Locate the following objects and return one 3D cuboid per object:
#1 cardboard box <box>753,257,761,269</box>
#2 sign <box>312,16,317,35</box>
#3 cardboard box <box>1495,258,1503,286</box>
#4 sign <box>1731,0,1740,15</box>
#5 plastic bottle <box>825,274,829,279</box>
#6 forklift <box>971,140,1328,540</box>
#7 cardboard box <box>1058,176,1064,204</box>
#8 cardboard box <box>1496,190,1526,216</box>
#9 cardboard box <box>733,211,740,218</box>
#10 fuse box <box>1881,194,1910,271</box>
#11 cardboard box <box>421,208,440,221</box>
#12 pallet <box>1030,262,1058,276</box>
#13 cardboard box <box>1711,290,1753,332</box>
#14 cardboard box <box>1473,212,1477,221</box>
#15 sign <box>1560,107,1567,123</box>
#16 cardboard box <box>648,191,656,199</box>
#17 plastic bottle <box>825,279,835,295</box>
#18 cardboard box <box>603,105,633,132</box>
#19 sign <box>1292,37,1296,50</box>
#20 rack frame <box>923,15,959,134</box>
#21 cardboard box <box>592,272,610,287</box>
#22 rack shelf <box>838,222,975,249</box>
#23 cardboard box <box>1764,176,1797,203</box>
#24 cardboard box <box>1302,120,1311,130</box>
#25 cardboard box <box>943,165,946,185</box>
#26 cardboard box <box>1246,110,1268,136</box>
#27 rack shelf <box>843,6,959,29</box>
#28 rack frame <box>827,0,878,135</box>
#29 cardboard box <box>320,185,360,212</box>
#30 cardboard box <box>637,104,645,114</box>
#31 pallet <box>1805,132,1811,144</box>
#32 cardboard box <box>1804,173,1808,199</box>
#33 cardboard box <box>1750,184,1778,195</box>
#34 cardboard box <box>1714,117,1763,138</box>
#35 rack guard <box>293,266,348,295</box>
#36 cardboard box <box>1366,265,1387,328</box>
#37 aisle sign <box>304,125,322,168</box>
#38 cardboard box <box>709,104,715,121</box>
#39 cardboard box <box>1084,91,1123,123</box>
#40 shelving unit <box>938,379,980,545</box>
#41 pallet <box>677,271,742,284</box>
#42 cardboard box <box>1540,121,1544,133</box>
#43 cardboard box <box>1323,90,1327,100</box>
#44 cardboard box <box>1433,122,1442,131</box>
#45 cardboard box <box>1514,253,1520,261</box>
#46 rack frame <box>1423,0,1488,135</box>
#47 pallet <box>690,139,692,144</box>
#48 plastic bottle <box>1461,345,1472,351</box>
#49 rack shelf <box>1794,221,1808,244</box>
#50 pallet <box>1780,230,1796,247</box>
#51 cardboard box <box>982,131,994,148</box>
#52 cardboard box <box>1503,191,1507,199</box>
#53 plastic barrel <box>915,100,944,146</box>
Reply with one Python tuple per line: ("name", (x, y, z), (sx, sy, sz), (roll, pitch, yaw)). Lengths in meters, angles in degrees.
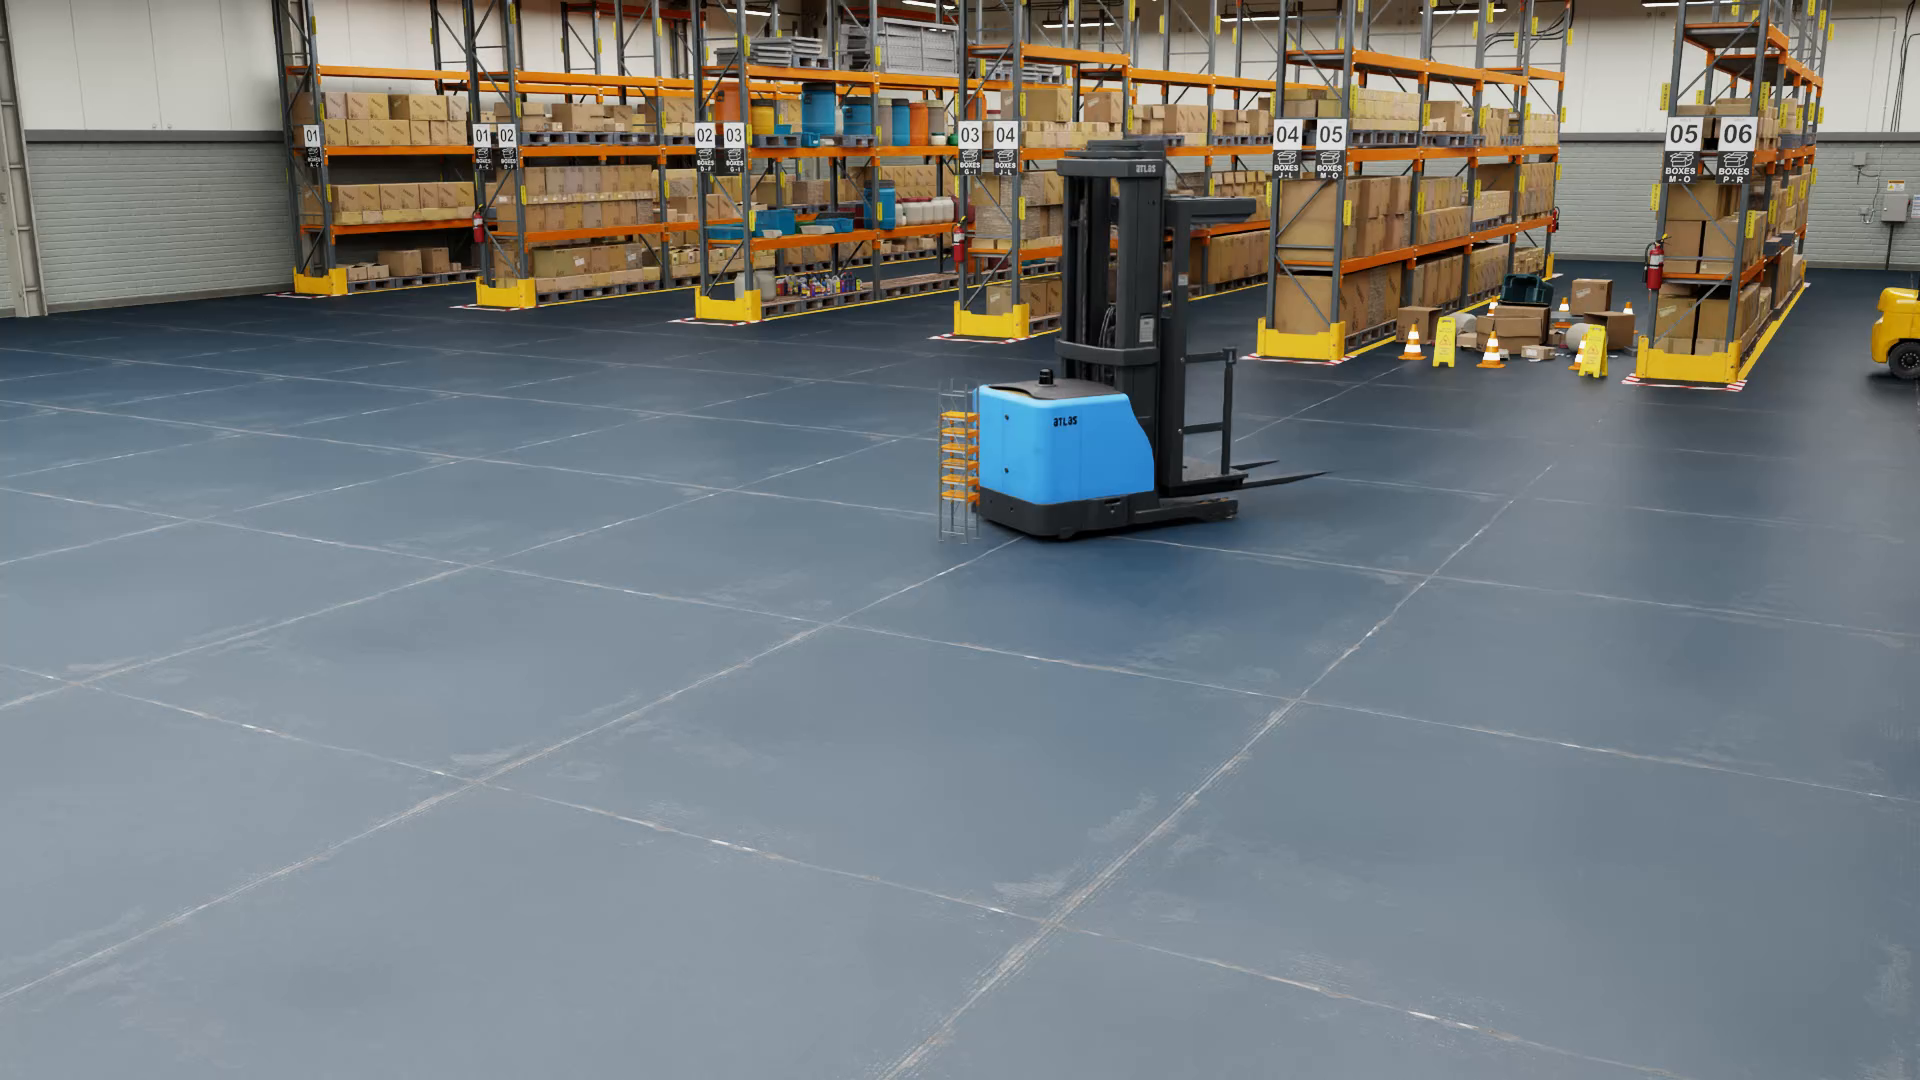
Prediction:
("cardboard box", (-4.644, -5.991, 35.953), (0.500, 0.250, 0.500), (7, 15, 27))
("sign", (-12.088, -9.632, 31.123), (0.100, 0.325, 0.005), (7, 15, 28))
("cardboard box", (10.154, -5.183, 32.070), (0.500, 0.500, 0.500), (7, 15, 27))
("sign", (12.500, -8.629, 26.794), (0.100, 0.325, 0.005), (7, 15, 28))
("plastic bottle", (-2.494, -4.854, 31.151), (0.097, 0.271, 0.097), (0, 14, 0))
("forklift", (1.616, -1.662, 13.172), (3.031, 2.935, 1.130), (-8, 16, -30))
("cardboard box", (1.438, -5.566, 26.241), (0.500, 0.500, 0.500), (7, 15, 28))
("cardboard box", (11.000, -6.746, 33.268), (0.500, 0.500, 0.500), (7, 15, 27))
("cardboard box", (-4.924, -6.975, 35.601), (0.380, 0.149, 0.250), (9, 16, 32))
("fuse box", (21.329, -7.026, 38.024), (0.539, 1.711, 0.414), (7, 15, 28))
("cardboard box", (-11.070, -6.704, 34.218), (0.500, 0.250, 0.500), (7, 15, 28))
("pallet", (1.501, -6.115, 37.446), (1.003, 0.211, 1.213), (7, 15, 28))
("cardboard box", (10.262, -3.059, 22.191), (0.500, 0.500, 0.500), (8, 16, 29))
("cardboard box", (9.129, -5.865, 30.102), (0.380, 0.149, 0.250), (8, 16, 31))
("sign", (12.949, -9.122, 35.682), (0.100, 0.325, 0.005), (7, 15, 28))
("cardboard box", (-6.235, -6.828, 32.859), (0.380, 0.149, 0.250), (7, 15, 28))
("plastic bottle", (-2.346, -4.569, 29.957), (0.152, 0.276, 0.135), (8, 16, 29))
("cardboard box", (-6.765, -8.250, 32.545), (0.500, 0.500, 0.500), (9, 16, 33))
("sign", (7.697, -11.395, 38.267), (0.100, 0.325, 0.005), (7, 15, 28))
("rack frame", (-0.490, -11.923, 42.788), (1.000, 3.000, 0.127), (7, 15, 28))
("cardboard box", (-7.044, -4.984, 31.776), (0.500, 0.250, 0.500), (7, 15, 28))
("rack shelf", (-0.990, -6.043, 32.734), (1.077, 0.370, 4.000), (7, 15, 28))
("cardboard box", (14.420, -6.146, 29.278), (0.500, 0.500, 0.500), (8, 16, 30))
("cardboard box", (4.603, -5.713, 22.858), (0.380, 0.149, 0.250), (7, 15, 28))
("cardboard box", (-0.708, -9.315, 42.424), (0.500, 0.500, 0.500), (8, 16, 30))
("cardboard box", (5.975, -8.653, 34.518), (0.700, 0.500, 0.500), (8, 16, 29))
("rack shelf", (-1.457, -12.778, 40.781), (1.077, 0.370, 4.000), (7, 15, 28))
("rack frame", (-1.957, -8.899, 30.245), (1.000, 3.000, 0.127), (7, 15, 28))
("cardboard box", (-12.069, -6.649, 32.392), (0.500, 0.500, 0.500), (7, 15, 28))
("cardboard box", (-7.556, -10.551, 40.745), (0.500, 0.250, 0.500), (7, 15, 26))
("pallet", (15.326, -7.521, 31.121), (1.003, 0.211, 1.213), (7, 15, 28))
("cardboard box", (16.117, -6.855, 32.219), (0.500, 0.500, 0.500), (7, 15, 28))
("cardboard box", (11.591, -5.068, 24.025), (0.380, 0.149, 0.250), (7, 15, 28))
("cardboard box", (9.597, -5.081, 20.493), (0.500, 0.250, 0.500), (7, 15, 27))
("rack guard", (-12.526, -5.085, 32.557), (1.175, 0.500, 0.348), (7, 15, 28))
("cardboard box", (5.875, -3.703, 25.132), (0.875, 0.875, 0.875), (8, 15, 28))
("aisle sign", (-12.335, -7.499, 31.693), (0.394, 0.787, 0.004), (7, 15, 28))
("cardboard box", (-6.172, -10.863, 42.404), (0.500, 0.500, 0.500), (7, 15, 28))
("cardboard box", (2.385, -7.194, 27.661), (0.500, 0.500, 0.500), (7, 15, 26))
("shelving unit", (-0.007, -0.580, 12.381), (0.258, 1.200, 0.189), (7, 15, 28))
("pallet", (-5.380, -5.596, 35.293), (1.003, 0.211, 1.213), (7, 15, 28))
("cardboard box", (11.723, -8.493, 34.217), (0.500, 0.250, 0.500), (7, 15, 26))
("cardboard box", (4.974, -6.259, 23.420), (0.380, 0.149, 0.250), (8, 16, 29))
("cardboard box", (7.577, -6.685, 26.891), (0.380, 0.149, 0.250), (7, 15, 28))
("cardboard box", (11.258, -5.798, 34.100), (0.380, 0.149, 0.250), (7, 15, 27))
("rack frame", (8.606, -8.576, 28.904), (1.000, 3.000, 0.127), (7, 15, 28))
("pallet", (-7.162, -9.918, 41.279), (0.805, 0.209, 1.217), (7, 15, 26))
("plastic bottle", (7.255, -2.755, 23.830), (0.133, 0.061, 0.283), (2, 14, 9))
("rack shelf", (15.889, -6.000, 32.557), (1.077, 0.370, 4.000), (7, 15, 28))
("pallet", (12.737, -4.868, 26.733), (1.213, 0.211, 1.003), (7, 15, 28))
("cardboard box", (0.456, -6.114, 25.412), (0.500, 0.250, 0.500), (8, 16, 29))
("cardboard box", (10.387, -6.691, 32.259), (0.380, 0.149, 0.250), (7, 15, 26))
("plastic barrel", (-0.610, -8.361, 33.345), (0.600, 0.901, 0.600), (0, 14, 0))
